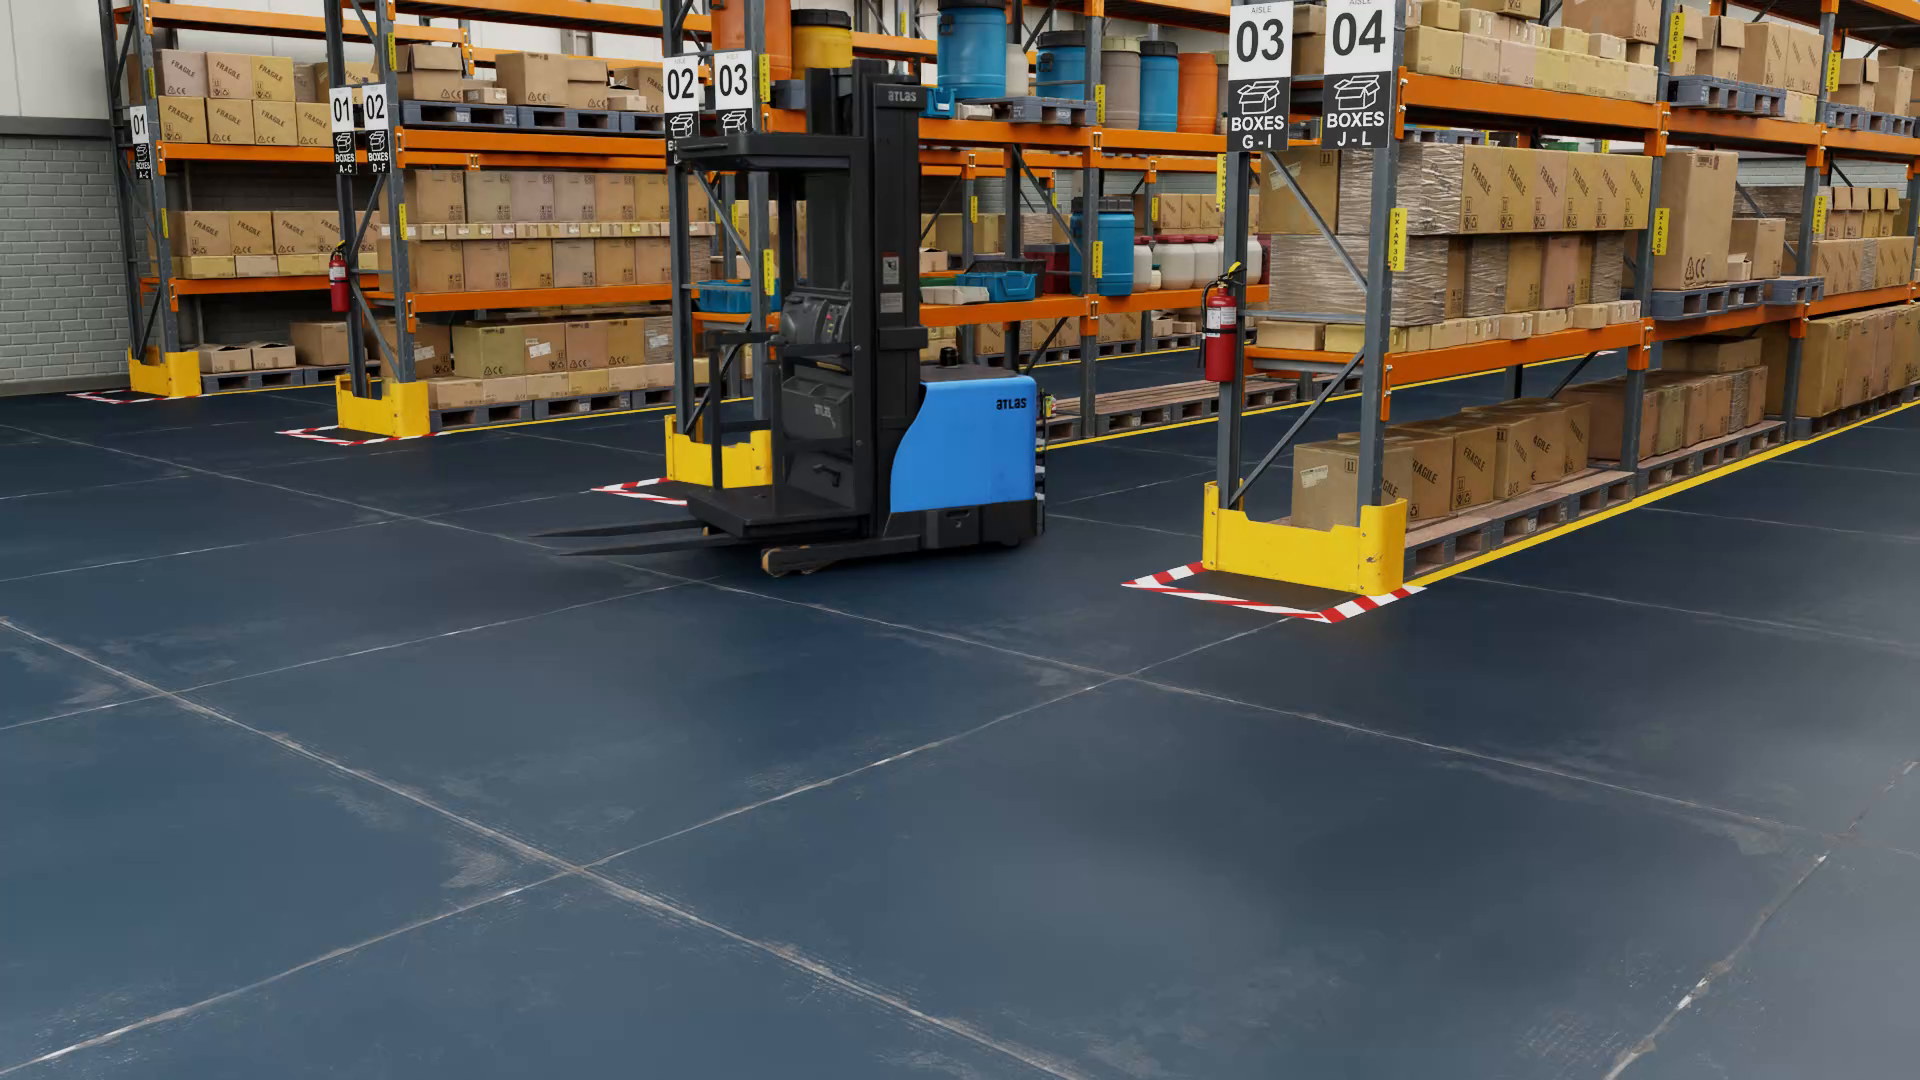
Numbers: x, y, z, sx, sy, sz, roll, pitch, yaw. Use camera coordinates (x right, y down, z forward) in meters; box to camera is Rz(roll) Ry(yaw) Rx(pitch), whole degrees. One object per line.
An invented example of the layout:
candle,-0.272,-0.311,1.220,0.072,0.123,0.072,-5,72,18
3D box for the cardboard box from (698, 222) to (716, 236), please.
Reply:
cardboard box,-2.899,-3.415,18.240,0.380,0.149,0.250,10,15,40

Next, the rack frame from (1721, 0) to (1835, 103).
rack frame,7.199,-5.365,14.596,1.000,3.000,0.127,10,15,40

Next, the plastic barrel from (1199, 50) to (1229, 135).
plastic barrel,2.773,-4.687,17.583,0.600,0.901,0.600,0,11,0

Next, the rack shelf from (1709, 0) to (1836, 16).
rack shelf,5.879,-4.522,13.233,1.077,0.370,4.000,10,15,40

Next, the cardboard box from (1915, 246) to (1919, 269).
cardboard box,10.346,-3.119,18.292,0.500,0.250,0.500,9,15,39

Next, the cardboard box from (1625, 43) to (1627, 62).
cardboard box,4.316,-3.315,11.355,0.380,0.149,0.250,10,15,41

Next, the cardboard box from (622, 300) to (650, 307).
cardboard box,-4.823,-3.513,23.988,0.500,0.250,0.500,10,15,41

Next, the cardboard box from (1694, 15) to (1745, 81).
cardboard box,5.565,-3.757,12.869,0.797,0.503,0.637,11,15,43

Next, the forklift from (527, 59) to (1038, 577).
forklift,-1.053,-1.340,9.935,3.031,2.935,1.130,-6,13,-28

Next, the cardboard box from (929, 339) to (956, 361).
cardboard box,-0.404,-2.453,21.282,0.500,0.250,0.500,10,15,42

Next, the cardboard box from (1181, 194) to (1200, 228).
cardboard box,3.263,-4.941,24.983,0.500,0.500,0.500,9,15,39

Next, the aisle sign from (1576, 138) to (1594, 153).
aisle sign,9.027,-5.488,23.892,0.394,0.787,0.004,10,15,40

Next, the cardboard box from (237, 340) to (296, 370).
cardboard box,-8.344,-2.238,20.002,0.500,0.311,0.500,-11,15,-43

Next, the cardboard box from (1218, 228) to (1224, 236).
cardboard box,3.944,-4.606,25.857,0.500,0.500,0.500,9,15,40

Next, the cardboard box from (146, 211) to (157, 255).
cardboard box,-9.093,-3.568,19.334,0.500,0.500,0.500,10,15,40

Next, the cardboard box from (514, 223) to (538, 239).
cardboard box,-4.420,-3.076,16.544,0.380,0.149,0.250,9,14,38

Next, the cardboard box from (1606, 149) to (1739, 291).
cardboard box,5.188,-2.433,12.632,1.000,1.000,1.000,10,15,41

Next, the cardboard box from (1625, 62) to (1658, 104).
cardboard box,4.454,-3.131,11.453,0.500,0.250,0.500,11,15,42

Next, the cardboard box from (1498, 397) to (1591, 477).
cardboard box,4.265,-0.761,12.172,0.500,0.500,0.500,9,15,39

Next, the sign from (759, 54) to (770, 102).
sign,-1.392,-3.290,11.843,0.100,0.325,0.005,10,15,40

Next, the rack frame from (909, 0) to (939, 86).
rack frame,-0.240,-6.646,21.012,1.000,3.000,0.127,10,15,40

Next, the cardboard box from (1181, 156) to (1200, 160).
cardboard box,3.241,-5.803,24.830,0.500,0.250,0.500,10,15,40

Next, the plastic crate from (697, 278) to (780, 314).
plastic crate,-1.697,-1.926,13.074,0.499,0.251,0.616,10,15,40

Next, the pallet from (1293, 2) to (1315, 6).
pallet,3.978,-5.819,18.372,1.213,0.211,1.003,10,15,40

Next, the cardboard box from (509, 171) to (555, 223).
cardboard box,-4.493,-3.440,16.707,0.700,0.500,0.500,10,15,41

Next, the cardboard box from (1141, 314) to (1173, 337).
cardboard box,2.840,-3.224,24.935,0.500,0.311,0.500,10,15,40

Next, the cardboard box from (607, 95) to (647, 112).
cardboard box,-3.471,-4.525,17.263,0.380,0.149,0.250,10,15,40

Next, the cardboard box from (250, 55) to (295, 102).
cardboard box,-8.108,-5.357,19.355,0.500,0.500,0.500,10,15,42

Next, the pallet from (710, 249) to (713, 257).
pallet,-4.354,-4.132,24.228,1.213,0.211,1.003,10,15,40

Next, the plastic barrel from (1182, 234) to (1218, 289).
plastic barrel,2.404,-2.825,16.852,0.433,0.535,0.433,0,11,0

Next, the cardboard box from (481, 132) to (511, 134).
cardboard box,-6.183,-5.552,21.863,0.500,0.500,0.500,-9,15,-39

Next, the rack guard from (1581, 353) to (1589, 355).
rack guard,8.766,-3.020,24.554,1.175,0.500,0.348,10,15,40

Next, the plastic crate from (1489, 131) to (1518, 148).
plastic crate,7.145,-5.206,21.793,0.497,0.269,0.590,10,15,40

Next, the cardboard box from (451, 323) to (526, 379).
cardboard box,-4.671,-1.877,16.481,0.500,0.500,0.500,10,15,40

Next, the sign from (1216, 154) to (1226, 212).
sign,1.515,-2.043,9.521,0.100,0.325,0.005,10,15,40

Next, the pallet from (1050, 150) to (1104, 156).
pallet,1.235,-5.432,23.069,1.213,0.211,1.003,10,15,40

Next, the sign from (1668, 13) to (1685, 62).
sign,4.971,-3.490,11.547,0.100,0.325,0.005,10,15,40

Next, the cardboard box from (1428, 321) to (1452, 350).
cardboard box,2.641,-1.203,9.717,0.380,0.149,0.250,10,15,40

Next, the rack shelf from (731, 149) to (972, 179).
rack shelf,-1.560,-4.528,19.903,1.077,0.370,4.000,10,15,40

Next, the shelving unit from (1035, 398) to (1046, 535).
shelving unit,0.405,-0.484,10.837,0.210,0.900,0.258,-6,13,-28

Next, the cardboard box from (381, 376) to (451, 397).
cardboard box,-5.389,-1.502,16.521,0.500,0.250,0.500,10,15,40

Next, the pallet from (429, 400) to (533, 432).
pallet,-5.047,-1.278,16.570,1.003,0.211,1.213,10,15,40

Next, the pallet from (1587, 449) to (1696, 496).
pallet,5.071,-0.582,13.085,1.003,0.211,1.213,10,15,40

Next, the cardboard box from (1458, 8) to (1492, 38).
cardboard box,2.825,-2.959,9.575,0.380,0.149,0.250,11,15,43

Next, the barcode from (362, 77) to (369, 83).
barcode,-5.684,-4.390,15.890,0.001,0.075,0.075,10,15,40

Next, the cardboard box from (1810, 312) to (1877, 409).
cardboard box,8.264,-1.816,16.497,1.225,0.875,0.875,10,15,41

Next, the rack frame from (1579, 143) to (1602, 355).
rack frame,8.759,-4.240,24.283,1.000,3.000,0.127,10,15,40

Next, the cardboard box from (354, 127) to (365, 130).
cardboard box,-7.432,-5.020,20.222,0.500,0.500,0.500,9,14,38

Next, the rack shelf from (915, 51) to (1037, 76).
rack shelf,1.080,-6.392,22.594,1.077,0.370,4.000,10,15,40

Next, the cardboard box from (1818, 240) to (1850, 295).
cardboard box,8.063,-2.584,15.737,0.500,0.500,0.500,9,15,39

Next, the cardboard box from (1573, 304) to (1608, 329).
cardboard box,4.174,-1.526,11.334,0.380,0.149,0.250,10,15,40

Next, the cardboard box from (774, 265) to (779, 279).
cardboard box,-2.142,-3.097,19.198,0.380,0.149,0.250,10,15,40

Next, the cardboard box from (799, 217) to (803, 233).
cardboard box,-2.769,-4.736,25.699,0.500,0.500,0.500,10,15,40

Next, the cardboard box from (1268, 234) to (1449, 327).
cardboard box,2.302,-1.518,9.639,0.875,0.500,0.500,10,15,40

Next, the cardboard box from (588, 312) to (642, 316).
cardboard box,-3.746,-2.239,18.295,0.500,0.500,0.500,10,15,40

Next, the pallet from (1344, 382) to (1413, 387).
pallet,4.773,-1.996,20.165,1.003,0.211,1.213,10,15,40

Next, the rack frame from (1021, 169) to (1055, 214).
rack frame,1.318,-5.521,30.696,1.000,3.000,0.127,10,15,40

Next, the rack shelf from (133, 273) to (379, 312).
rack shelf,-7.924,-3.109,20.454,1.077,0.370,4.000,10,15,40

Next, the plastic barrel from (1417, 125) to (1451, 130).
plastic barrel,5.669,-5.260,20.179,0.600,0.588,0.600,0,11,0
